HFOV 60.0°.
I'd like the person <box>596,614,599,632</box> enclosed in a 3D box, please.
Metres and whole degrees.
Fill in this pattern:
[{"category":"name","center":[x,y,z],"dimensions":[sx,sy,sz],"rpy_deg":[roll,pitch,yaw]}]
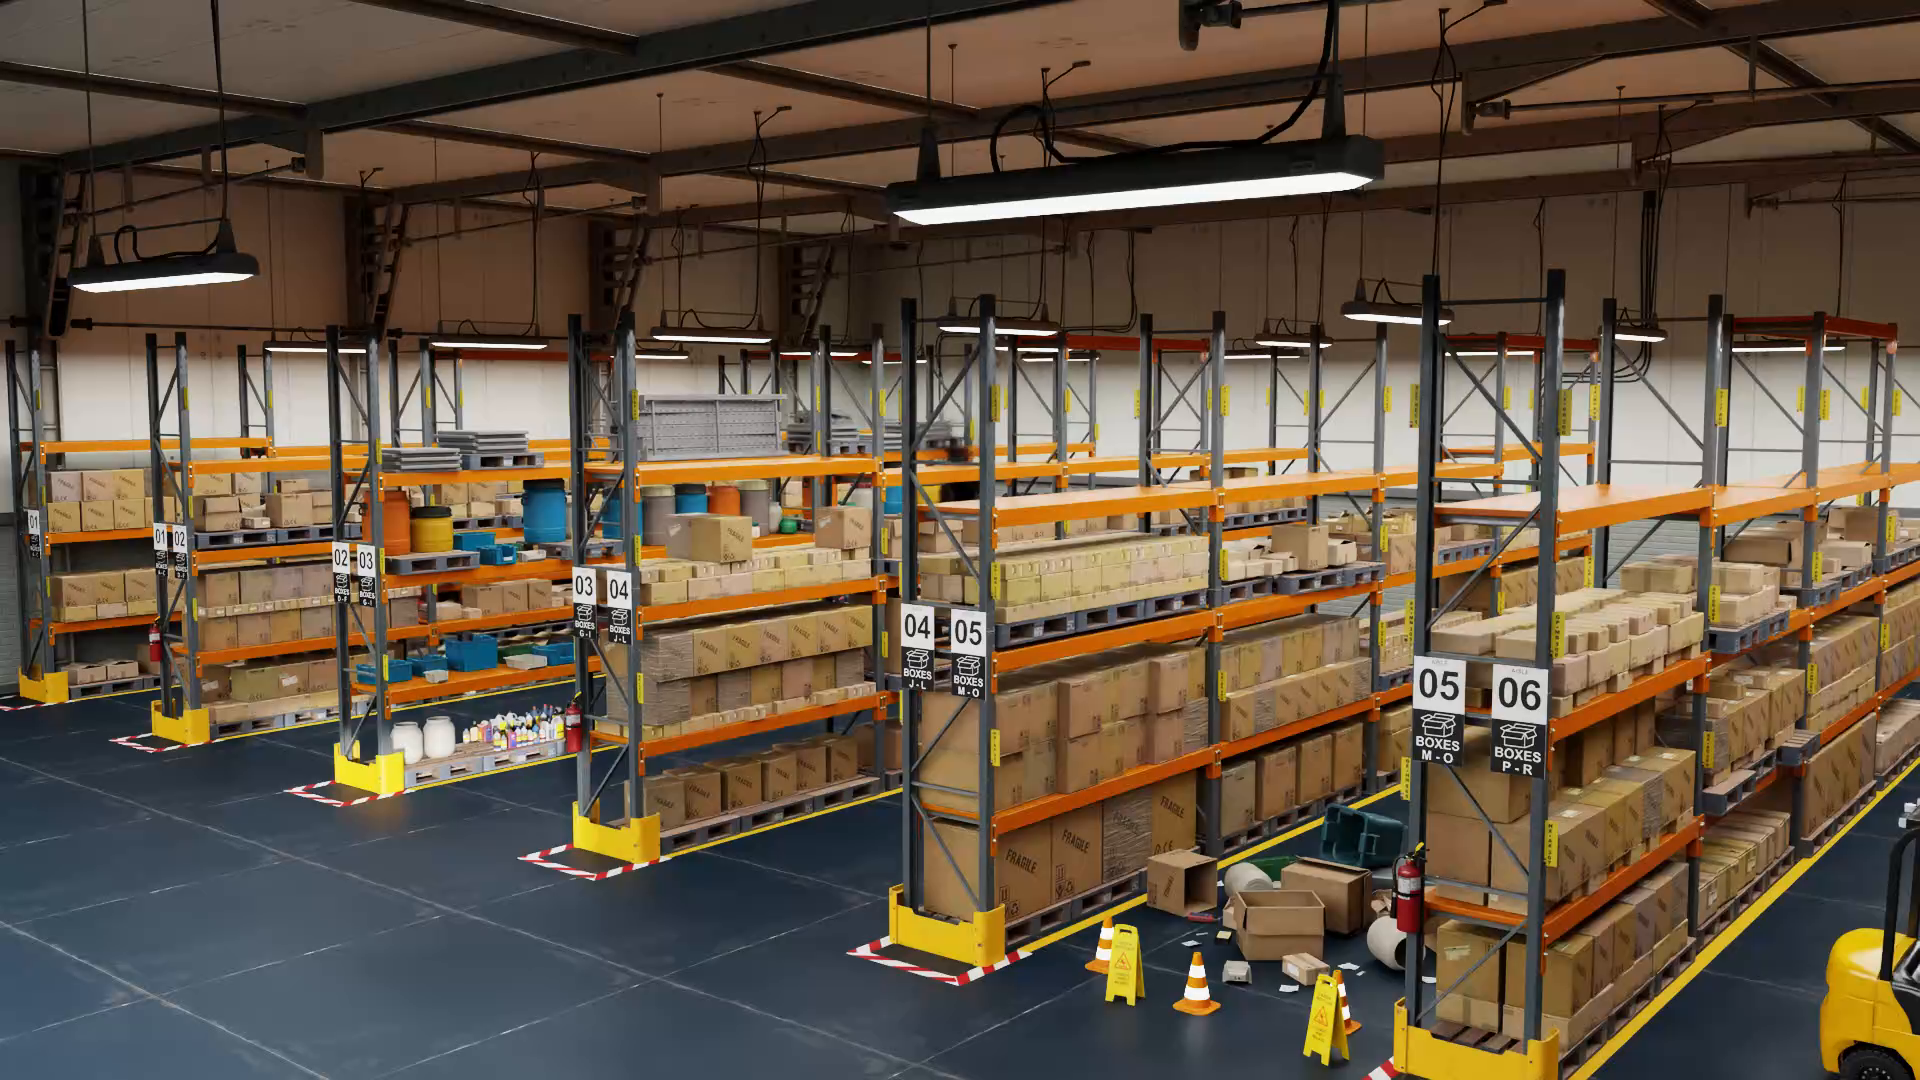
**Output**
[{"category":"person","center":[-7.235,1.370,32.531],"dimensions":[0.715,1.731,0.826],"rpy_deg":[4,7,38]}]

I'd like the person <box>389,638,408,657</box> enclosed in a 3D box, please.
[{"category":"person","center":[-10.098,1.638,29.806],"dimensions":[0.638,1.681,0.564],"rpy_deg":[4,6,37]}]
